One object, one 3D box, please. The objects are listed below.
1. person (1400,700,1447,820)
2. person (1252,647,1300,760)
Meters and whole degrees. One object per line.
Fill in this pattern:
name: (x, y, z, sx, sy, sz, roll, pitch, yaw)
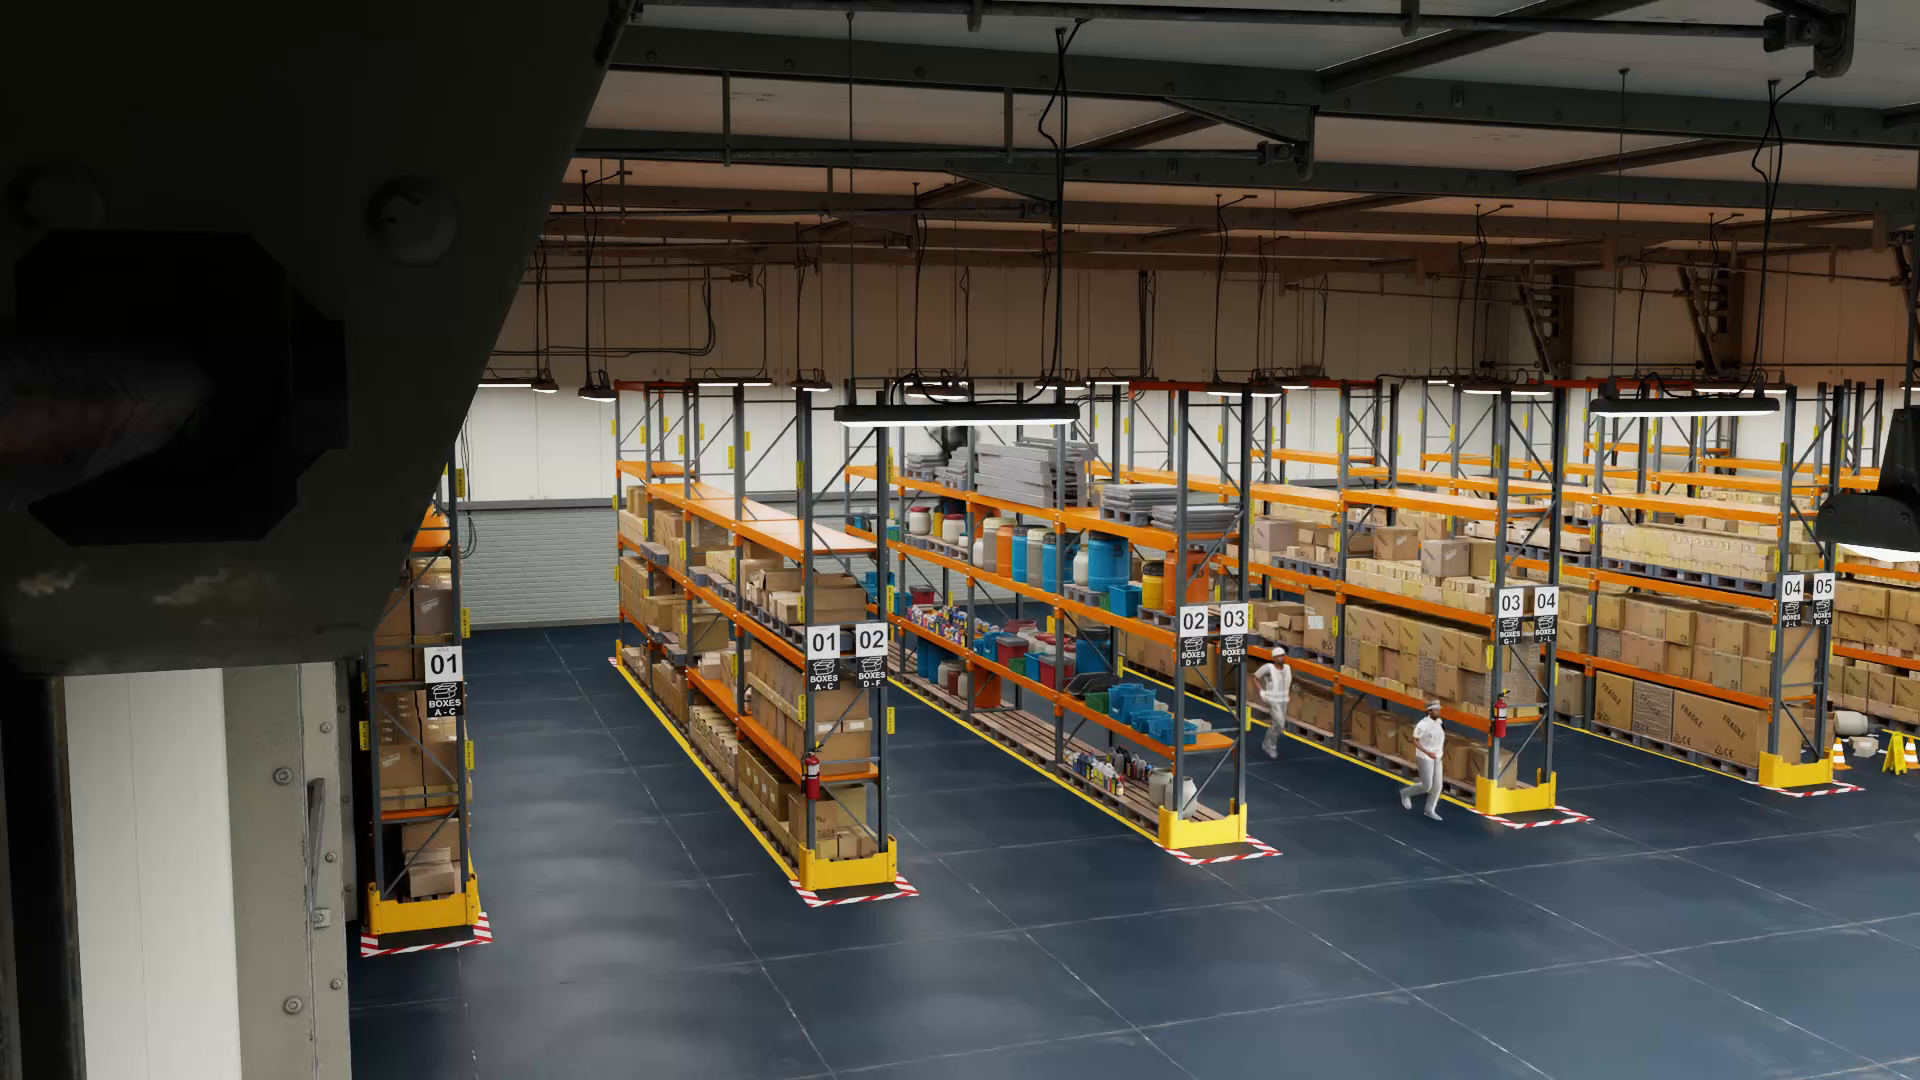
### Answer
person: (6.554, 3.053, 23.364, 0.609, 1.695, 0.649, -4, 7, -34)
person: (5.123, 2.626, 26.779, 0.655, 1.807, 0.729, -4, 7, -32)
